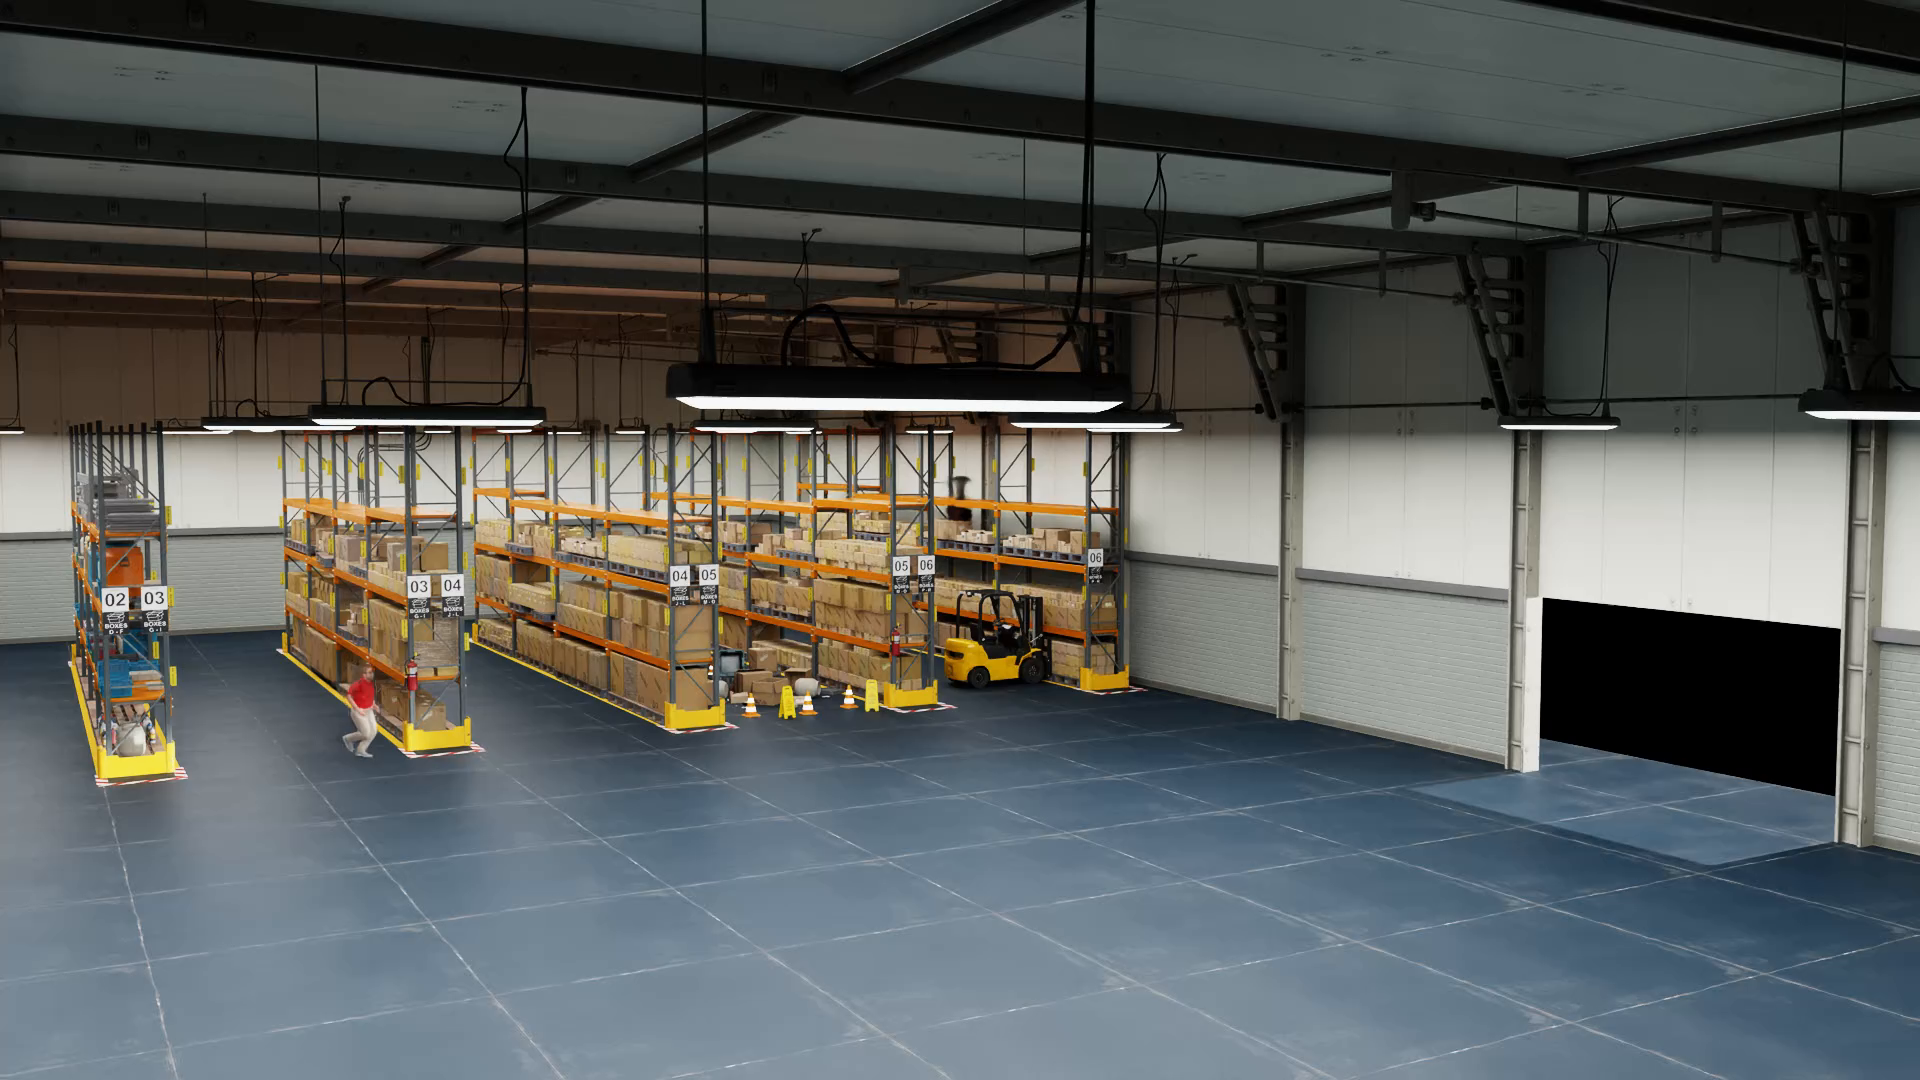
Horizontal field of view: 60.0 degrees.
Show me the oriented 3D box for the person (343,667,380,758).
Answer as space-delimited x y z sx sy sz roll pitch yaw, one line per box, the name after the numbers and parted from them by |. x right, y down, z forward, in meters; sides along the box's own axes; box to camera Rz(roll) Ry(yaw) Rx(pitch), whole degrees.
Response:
-10.731 3.079 29.754 0.639 1.641 0.644 1 4 15 | person
